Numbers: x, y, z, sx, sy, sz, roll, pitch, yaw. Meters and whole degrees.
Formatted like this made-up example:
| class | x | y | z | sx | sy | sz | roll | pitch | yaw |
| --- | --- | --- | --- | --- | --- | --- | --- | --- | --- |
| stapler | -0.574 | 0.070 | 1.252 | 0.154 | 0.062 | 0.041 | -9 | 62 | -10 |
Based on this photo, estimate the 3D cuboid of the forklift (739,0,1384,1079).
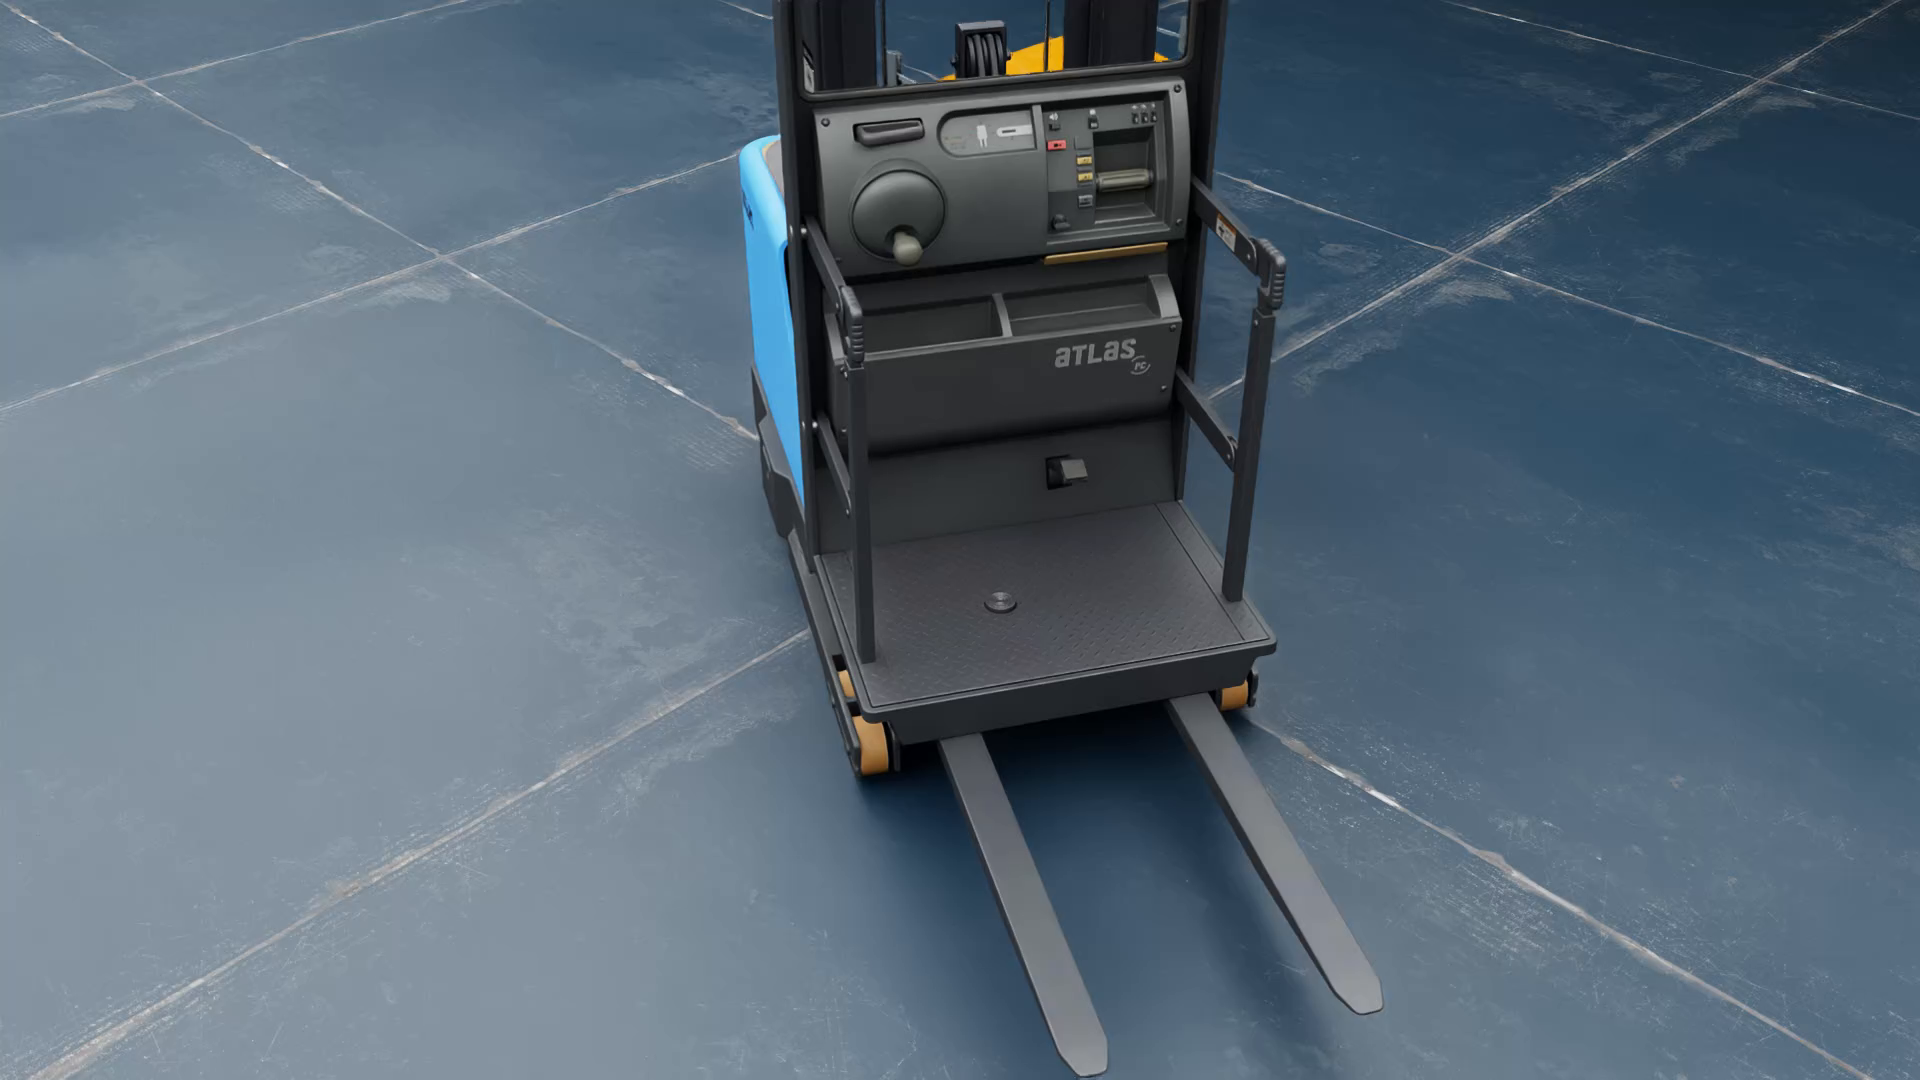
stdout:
| class | x | y | z | sx | sy | sz | roll | pitch | yaw |
| --- | --- | --- | --- | --- | --- | --- | --- | --- | --- |
| forklift | 0.172 | -0.831 | 3.880 | 1.130 | 2.935 | 3.031 | -9 | 36 | -12 |

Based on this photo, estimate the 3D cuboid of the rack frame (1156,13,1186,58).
| class | x | y | z | sx | sy | sz | roll | pitch | yaw |
| --- | --- | --- | --- | --- | --- | --- | --- | --- | --- |
| rack frame | 0.657 | -1.522 | 6.449 | 0.032 | 1.125 | 0.500 | -30 | 45 | -35 |

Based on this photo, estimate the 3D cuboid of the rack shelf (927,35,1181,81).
| class | x | y | z | sx | sy | sz | roll | pitch | yaw |
| --- | --- | --- | --- | --- | --- | --- | --- | --- | --- |
| rack shelf | 0.297 | -1.557 | 5.988 | 1.000 | 0.278 | 0.538 | -30 | 45 | -35 |

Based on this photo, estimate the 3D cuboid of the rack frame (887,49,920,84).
| class | x | y | z | sx | sy | sz | roll | pitch | yaw |
| --- | --- | --- | --- | --- | --- | --- | --- | --- | --- |
| rack frame | -0.064 | -1.112 | 5.861 | 0.032 | 1.125 | 0.500 | -30 | 45 | -35 |

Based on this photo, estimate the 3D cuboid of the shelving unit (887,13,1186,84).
| class | x | y | z | sx | sy | sz | roll | pitch | yaw |
| --- | --- | --- | --- | --- | --- | --- | --- | --- | --- |
| shelving unit | 0.297 | -1.317 | 6.155 | 1.048 | 1.125 | 0.538 | -30 | 45 | -35 |
